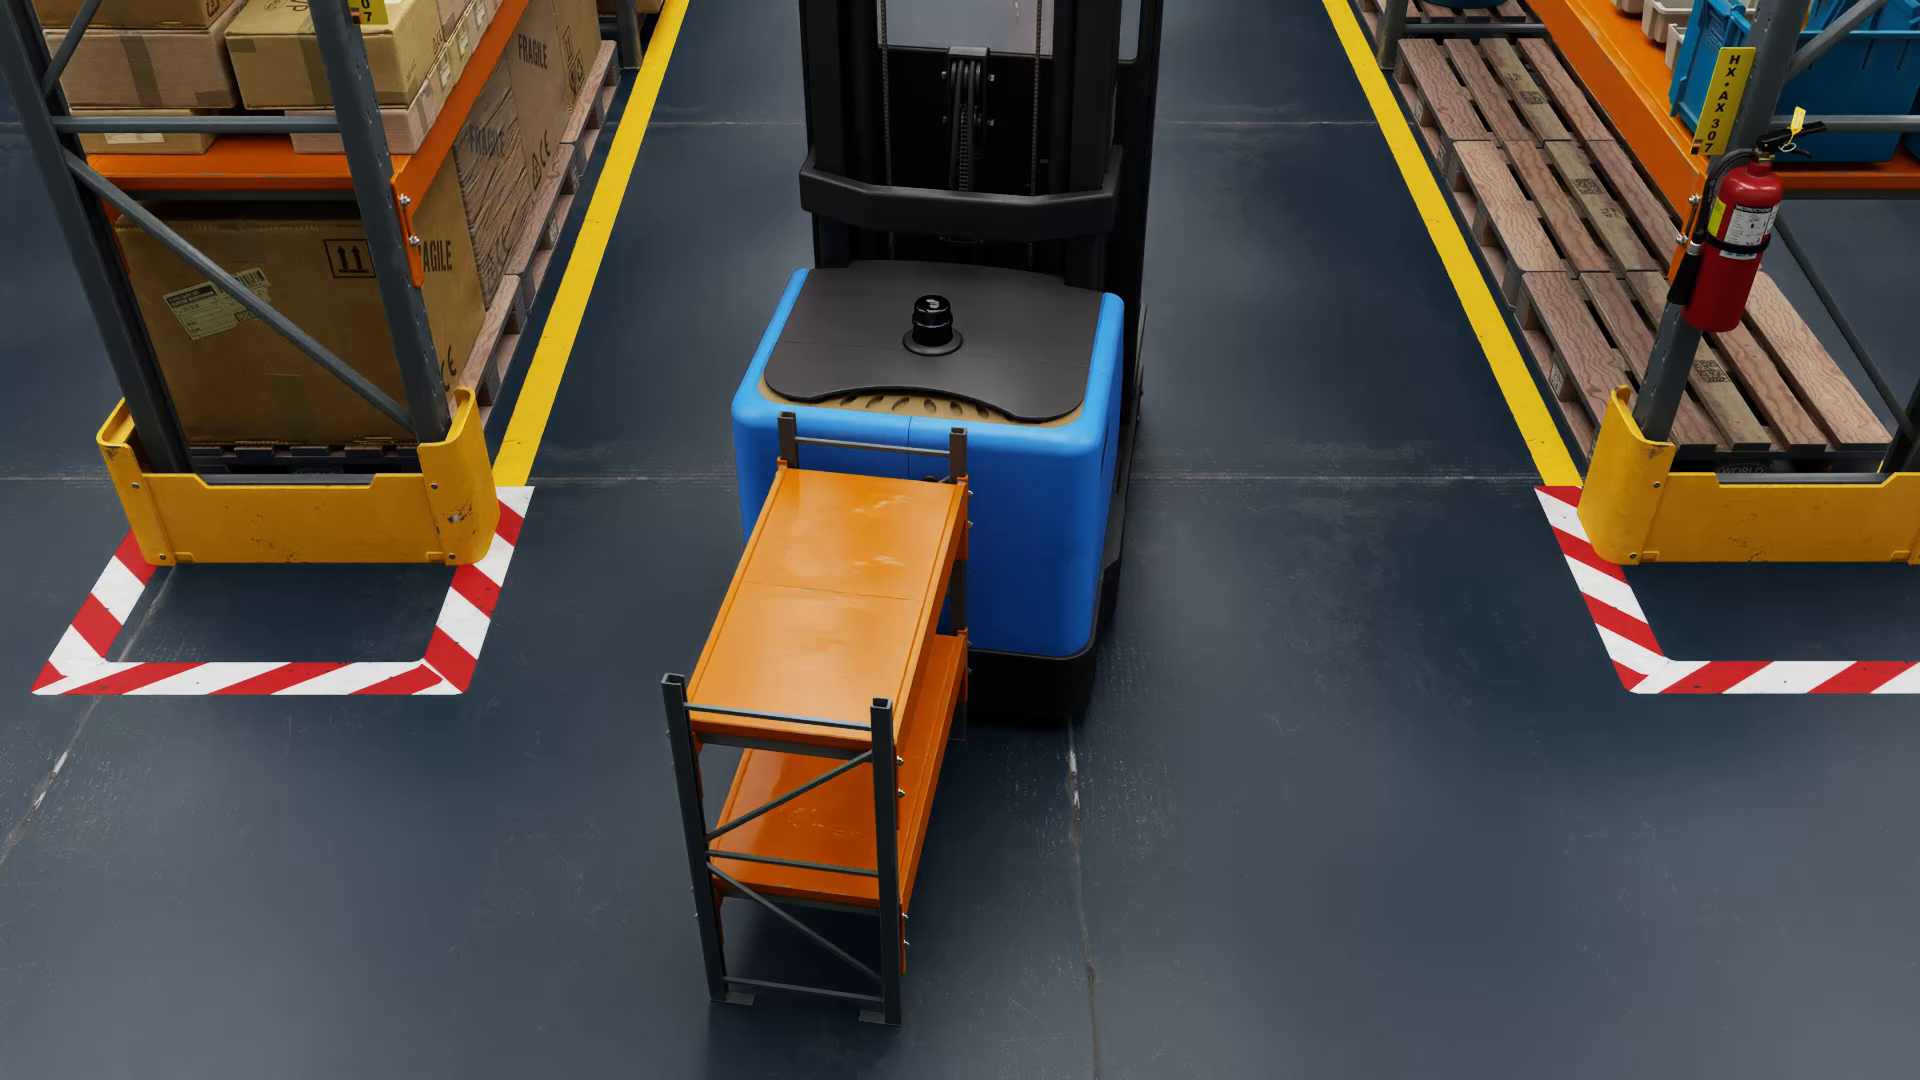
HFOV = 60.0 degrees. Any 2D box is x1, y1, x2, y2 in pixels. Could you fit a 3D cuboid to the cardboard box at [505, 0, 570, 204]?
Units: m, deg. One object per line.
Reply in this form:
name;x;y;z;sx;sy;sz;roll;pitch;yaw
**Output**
cardboard box;-2.287;-2.066;7.293;0.875;0.875;0.875;0;39;0

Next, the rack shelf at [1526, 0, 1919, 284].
rack shelf;2.746;-2.179;6.646;1.077;0.370;4.000;0;39;0

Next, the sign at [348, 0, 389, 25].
sign;-1.649;-1.571;4.556;0.100;0.325;0.005;0;39;0

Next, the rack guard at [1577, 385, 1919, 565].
rack guard;2.762;-0.219;5.623;1.175;0.500;0.348;0;39;0

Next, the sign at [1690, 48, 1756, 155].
sign;2.199;-1.262;4.796;0.100;0.325;0.005;0;39;0

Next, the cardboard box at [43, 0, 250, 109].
cardboard box;-2.470;-1.566;5.188;0.500;0.250;0.500;-1;39;-1

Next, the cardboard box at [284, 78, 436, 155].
cardboard box;-1.875;-1.330;5.212;0.380;0.149;0.250;0;39;0

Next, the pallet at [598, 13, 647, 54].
pallet;-2.285;-3.101;9.451;1.003;0.211;1.213;0;39;0

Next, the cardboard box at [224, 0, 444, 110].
cardboard box;-1.935;-1.564;5.185;0.500;0.250;0.500;-1;39;-1

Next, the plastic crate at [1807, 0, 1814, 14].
plastic crate;3.159;-1.909;5.897;0.250;0.136;0.298;0;39;0

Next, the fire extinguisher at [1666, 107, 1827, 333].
fire extinguisher;2.295;-0.939;4.883;0.296;0.674;0.183;0;39;0

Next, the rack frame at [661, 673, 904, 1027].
rack frame;-0.393;0.761;3.901;0.500;1.125;0.032;6;39;7

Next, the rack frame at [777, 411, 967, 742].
rack frame;-0.230;0.133;4.684;0.500;1.125;0.032;6;39;7

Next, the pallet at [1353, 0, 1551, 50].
pallet;2.785;-3.105;9.456;1.003;0.211;1.213;0;39;0

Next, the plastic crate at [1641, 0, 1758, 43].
plastic crate;2.581;-1.821;5.786;0.396;0.136;0.243;0;39;0

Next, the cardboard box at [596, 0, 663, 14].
cardboard box;-2.229;-3.442;9.010;1.225;0.875;0.875;0;39;0

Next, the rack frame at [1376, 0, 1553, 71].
rack frame;2.744;-3.711;7.982;1.000;3.000;0.127;0;39;0

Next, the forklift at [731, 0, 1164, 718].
forklift;0.099;-1.531;5.317;1.130;2.935;3.031;6;39;7

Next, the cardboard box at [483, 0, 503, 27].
cardboard box;-1.878;-1.973;6.014;0.380;0.149;0.250;-1;39;-1

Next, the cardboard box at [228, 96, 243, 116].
cardboard box;-2.536;-1.493;5.415;0.380;0.149;0.250;0;39;0

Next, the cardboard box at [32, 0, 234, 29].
cardboard box;-2.468;-1.860;4.955;0.500;0.500;0.500;0;39;1

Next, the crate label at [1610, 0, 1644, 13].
crate label;2.556;-1.995;6.004;0.396;0.136;0.243;0;39;0

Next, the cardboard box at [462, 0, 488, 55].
cardboard box;-1.878;-1.814;5.815;0.380;0.149;0.250;-1;39;-1

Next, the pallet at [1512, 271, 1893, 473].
pallet;2.787;-0.637;6.376;1.003;0.211;1.213;0;39;0

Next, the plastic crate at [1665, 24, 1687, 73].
plastic crate;2.567;-1.640;5.560;0.396;0.136;0.243;0;39;0

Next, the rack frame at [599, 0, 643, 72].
rack frame;-2.209;-3.707;7.977;1.000;3.000;0.127;0;39;0

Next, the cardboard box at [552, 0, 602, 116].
cardboard box;-2.288;-2.629;7.995;0.875;0.875;0.875;0;39;0

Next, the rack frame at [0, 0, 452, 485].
rack frame;-2.204;-1.206;4.856;1.000;3.000;0.127;0;39;0

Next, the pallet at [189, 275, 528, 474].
pallet;-2.283;-0.618;6.352;1.003;0.211;1.213;0;39;0

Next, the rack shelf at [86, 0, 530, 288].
rack shelf;-2.206;-2.176;6.642;1.077;0.370;4.000;0;39;0

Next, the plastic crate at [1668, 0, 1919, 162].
plastic crate;2.562;-1.456;5.092;0.616;0.435;0.499;0;39;0

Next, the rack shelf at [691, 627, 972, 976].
rack shelf;-0.311;0.638;4.446;0.538;0.278;1.000;6;39;7

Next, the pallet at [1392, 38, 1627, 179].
pallet;2.784;-2.163;8.280;1.003;0.211;1.213;0;39;0

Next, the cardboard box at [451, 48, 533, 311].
cardboard box;-2.286;-1.510;6.598;0.875;0.875;0.875;0;39;0

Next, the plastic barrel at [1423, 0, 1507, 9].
plastic barrel;2.761;-3.396;8.931;0.600;0.901;0.708;0;39;0

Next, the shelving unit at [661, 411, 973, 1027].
shelving unit;-0.311;0.447;4.293;0.538;1.125;1.048;6;39;7

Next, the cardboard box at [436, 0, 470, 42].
cardboard box;-1.942;-1.889;5.590;0.500;0.250;0.500;0;39;-1

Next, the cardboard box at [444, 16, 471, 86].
cardboard box;-1.877;-1.650;5.612;0.380;0.149;0.250;-1;39;-1

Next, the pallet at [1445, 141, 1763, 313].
pallet;2.788;-1.398;7.326;1.003;0.211;1.213;0;39;0

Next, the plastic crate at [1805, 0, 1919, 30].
plastic crate;3.077;-1.734;5.601;0.416;0.233;0.300;0;39;0

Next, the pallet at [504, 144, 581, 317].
pallet;-2.282;-1.379;7.301;1.003;0.211;1.213;0;39;0

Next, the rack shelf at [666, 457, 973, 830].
rack shelf;-0.311;0.219;4.110;0.538;0.278;1.000;6;39;7

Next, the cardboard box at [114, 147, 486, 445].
cardboard box;-2.285;-0.941;5.888;0.875;0.875;0.875;0;39;0

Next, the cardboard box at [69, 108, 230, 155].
cardboard box;-2.534;-1.330;5.212;0.380;0.149;0.250;1;39;1

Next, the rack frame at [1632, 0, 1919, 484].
rack frame;2.749;-1.209;4.860;1.000;3.000;0.127;0;39;0

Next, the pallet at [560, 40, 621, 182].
pallet;-2.286;-2.143;8.256;1.003;0.211;1.213;0;39;0

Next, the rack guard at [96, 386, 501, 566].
rack guard;-2.204;-0.215;5.619;1.175;0.500;0.348;0;39;0

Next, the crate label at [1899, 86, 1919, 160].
crate label;3.078;-1.322;5.087;0.416;0.233;0.303;0;39;0

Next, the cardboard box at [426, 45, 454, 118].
cardboard box;-1.876;-1.490;5.412;0.380;0.149;0.250;-1;39;-1
